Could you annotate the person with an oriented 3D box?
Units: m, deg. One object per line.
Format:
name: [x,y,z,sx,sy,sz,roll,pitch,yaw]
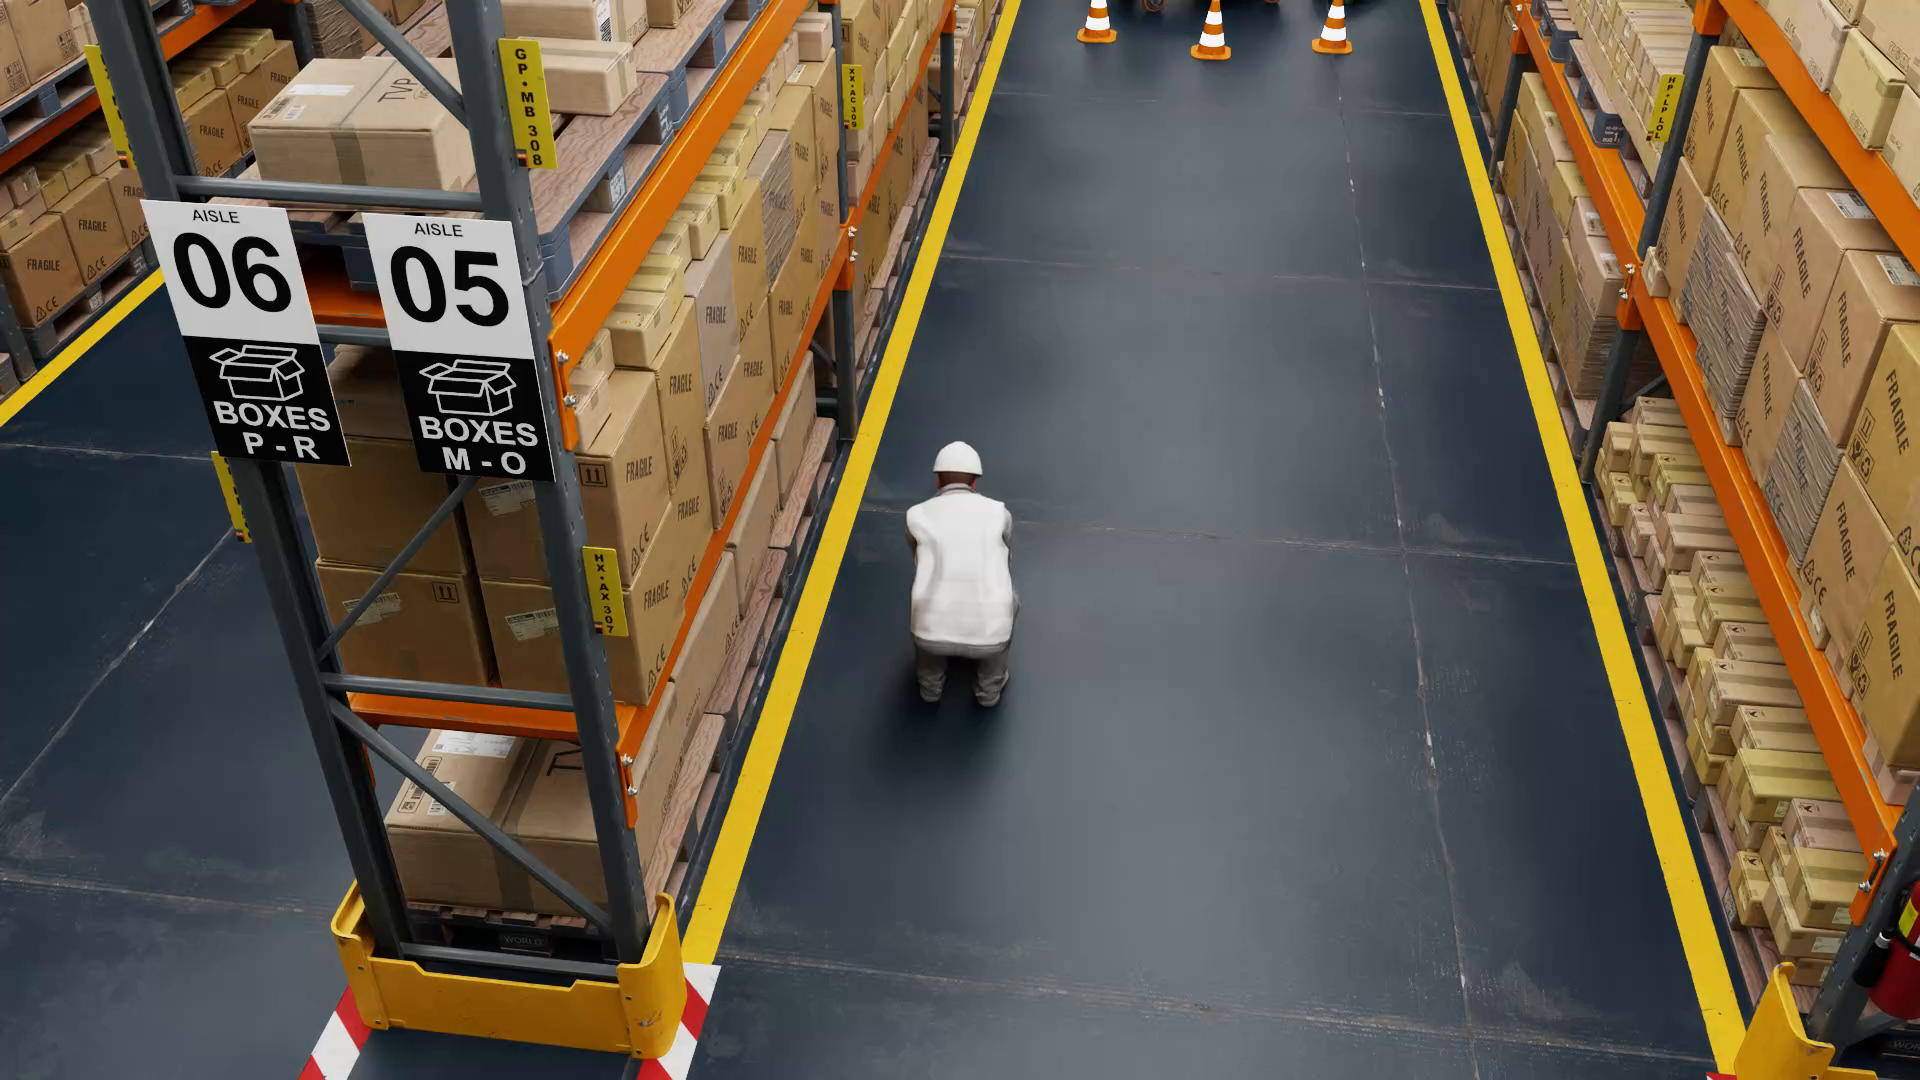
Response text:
person: [0.006,0.182,7.417,0.522,1.024,0.861,3,36,4]
